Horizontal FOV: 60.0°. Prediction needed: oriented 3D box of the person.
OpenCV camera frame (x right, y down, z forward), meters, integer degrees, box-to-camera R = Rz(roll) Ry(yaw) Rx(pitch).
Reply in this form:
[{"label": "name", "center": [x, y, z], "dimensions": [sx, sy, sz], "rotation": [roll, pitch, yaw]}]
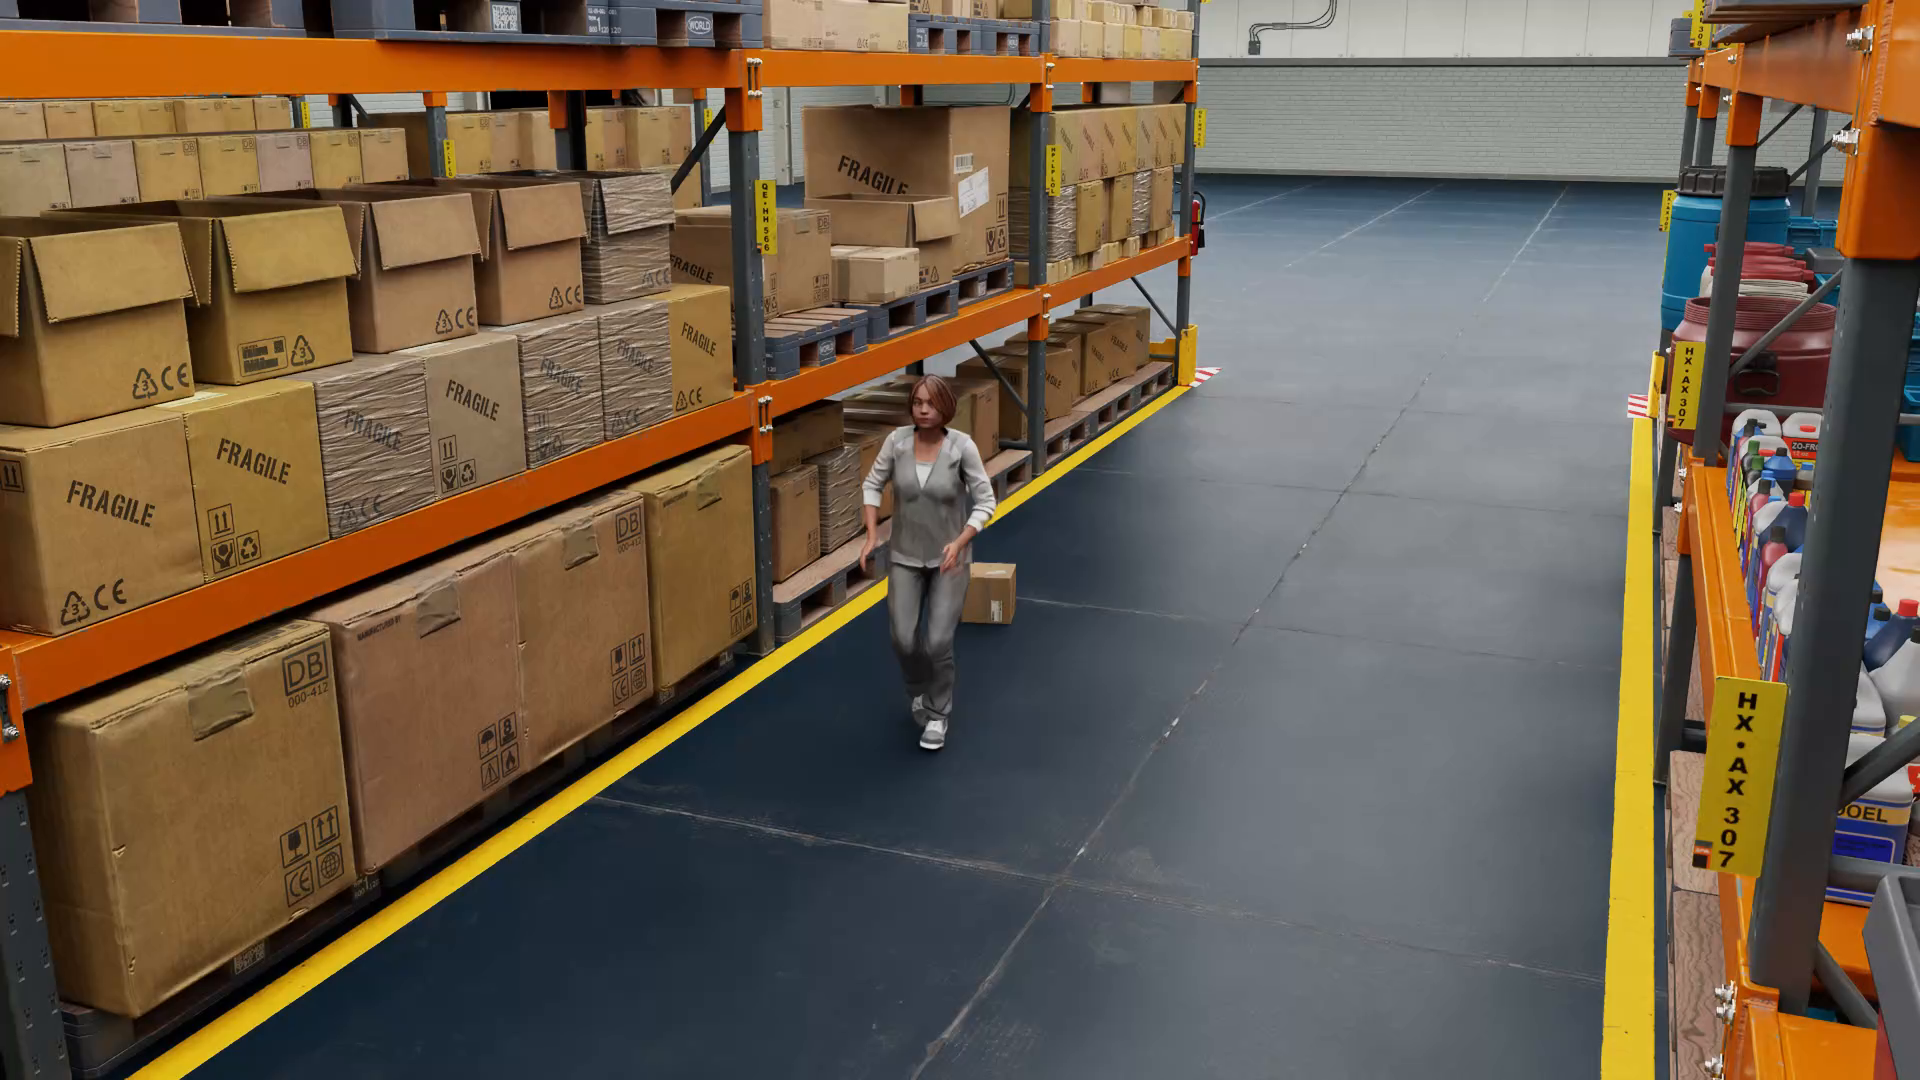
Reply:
[{"label": "person", "center": [-0.138, 0.093, 6.802], "dimensions": [0.567, 1.567, 0.491], "rotation": [3, 16, 9]}]
